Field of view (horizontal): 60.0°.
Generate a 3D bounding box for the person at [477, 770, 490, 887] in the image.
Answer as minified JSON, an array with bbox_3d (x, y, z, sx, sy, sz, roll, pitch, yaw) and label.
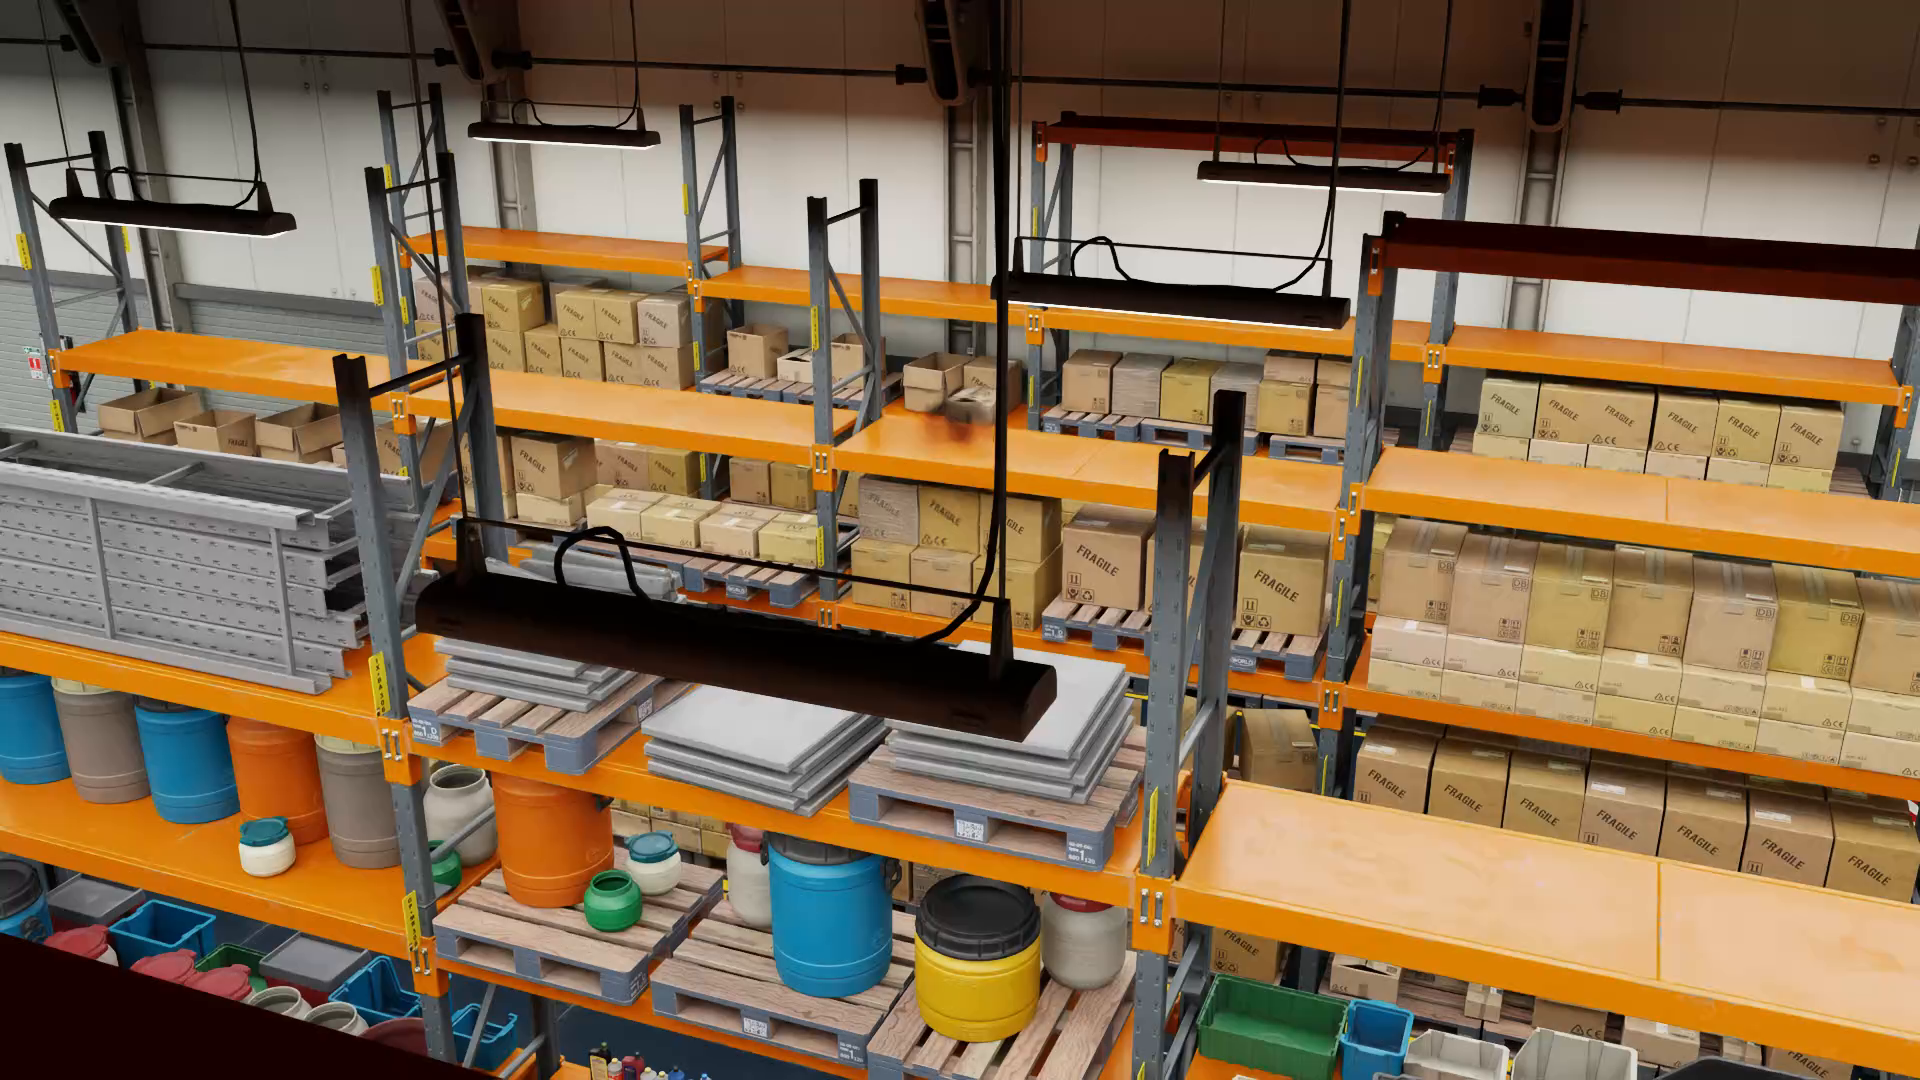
[{"bbox_3d":[-3.832,2.462,13.626,0.521,1.665,0.388,0,21,1],"label":"person"}]
